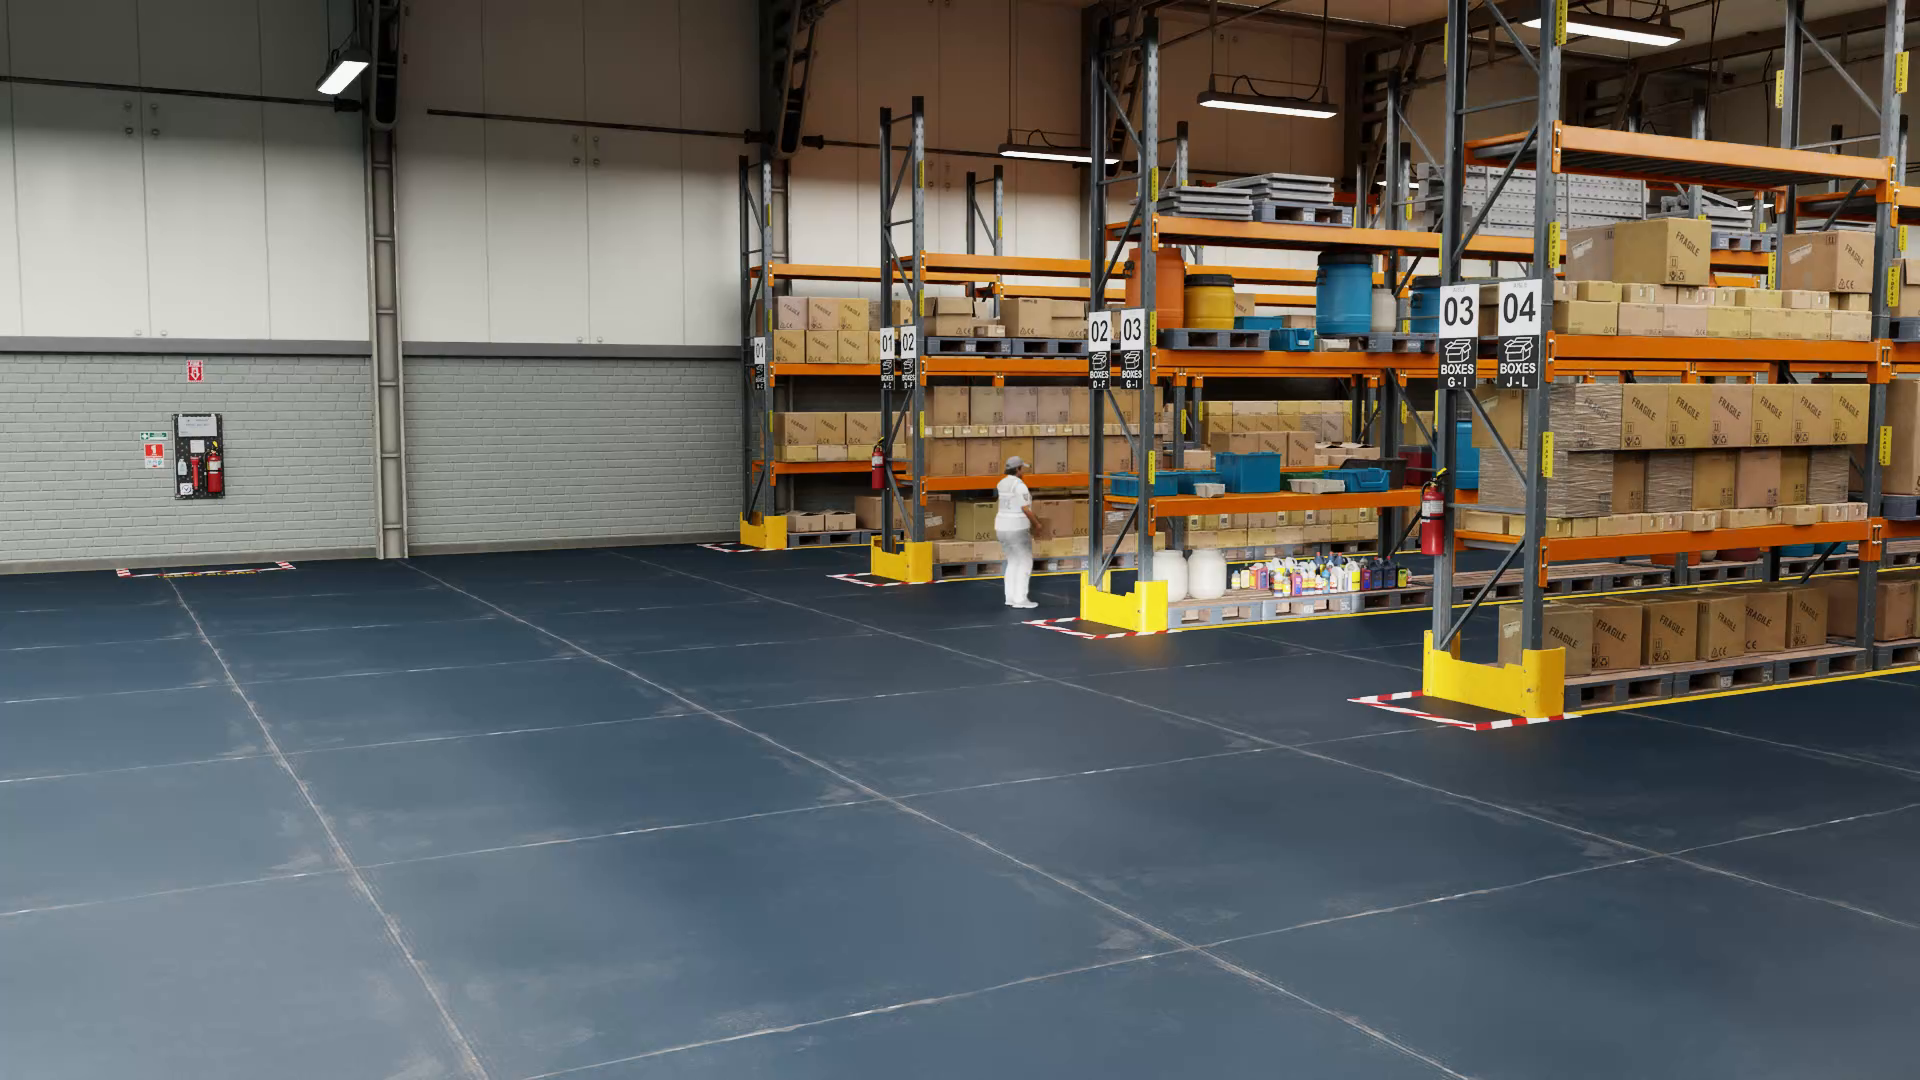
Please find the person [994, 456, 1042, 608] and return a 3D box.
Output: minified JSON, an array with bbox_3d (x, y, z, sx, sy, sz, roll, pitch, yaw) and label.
[{"bbox_3d":[0.648,-0.095,18.497,0.490,1.671,0.493,-3,6,-29],"label":"person"}]
